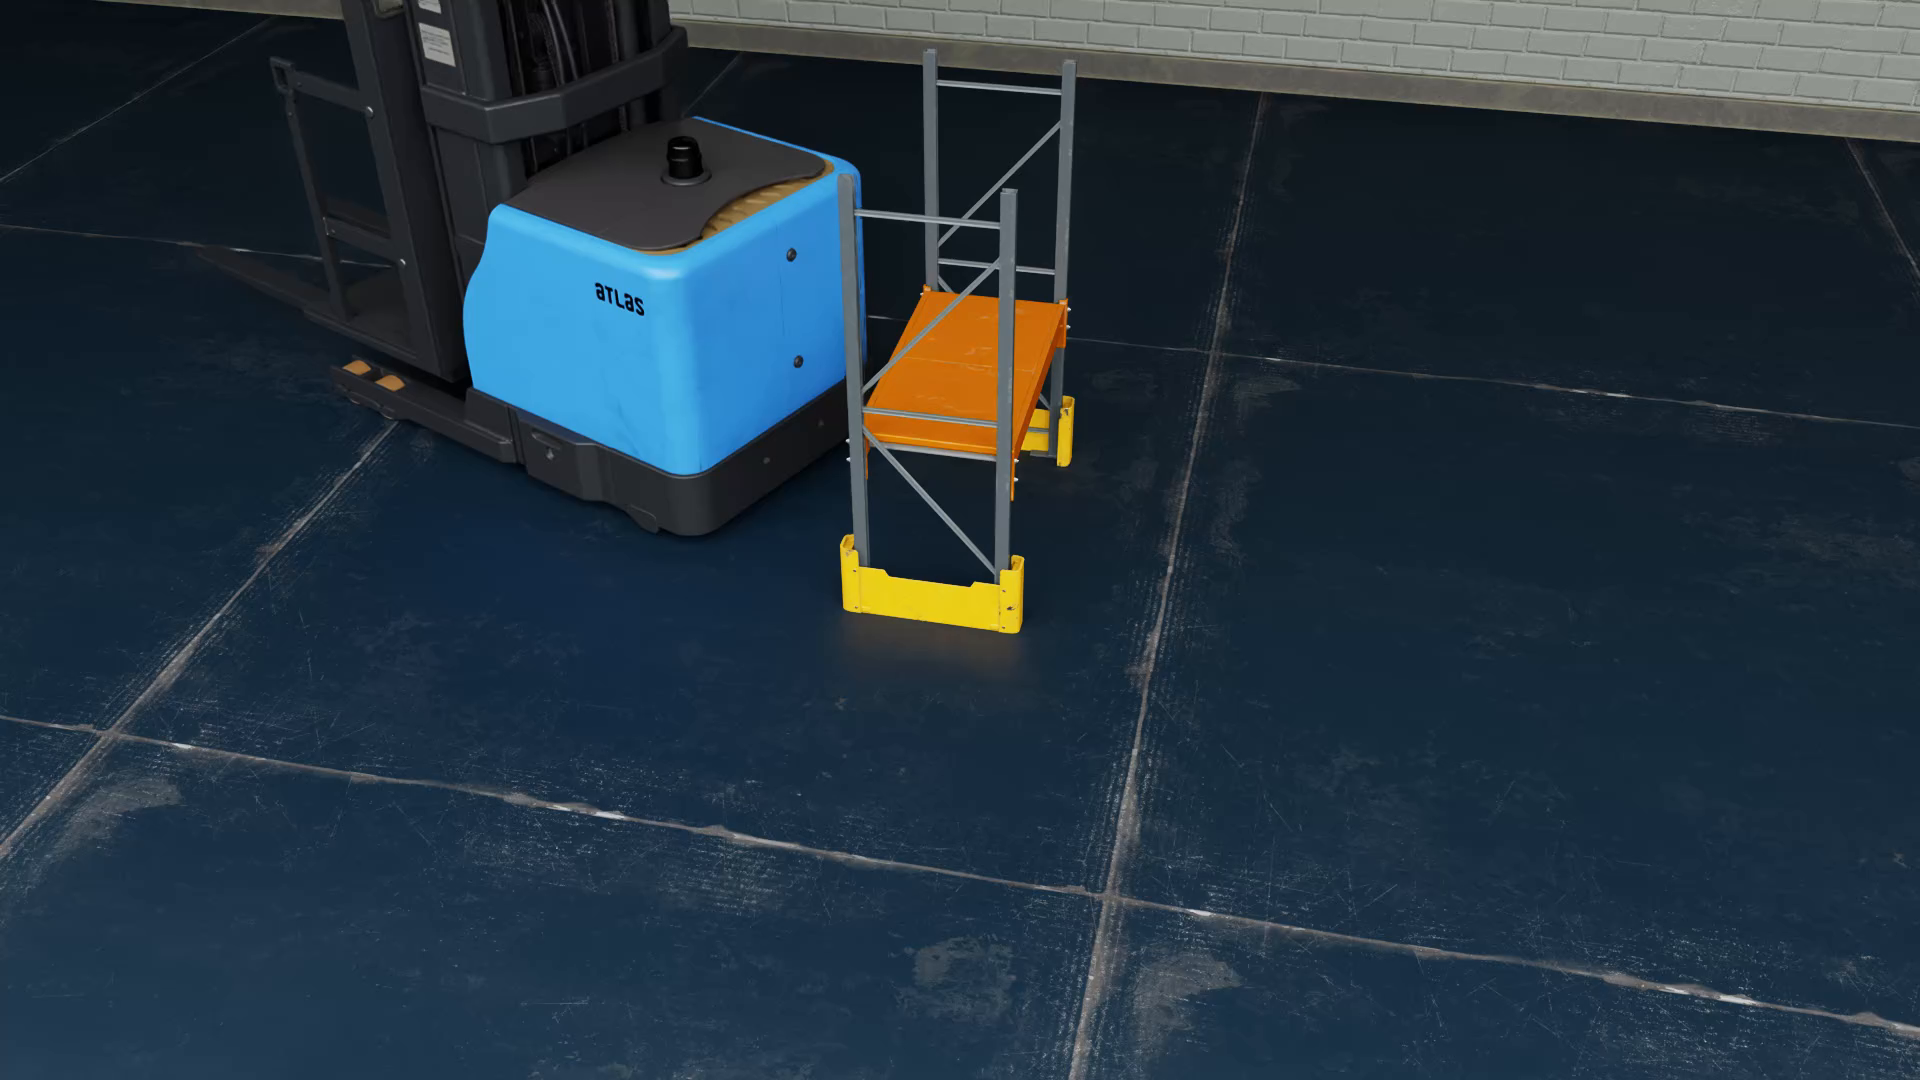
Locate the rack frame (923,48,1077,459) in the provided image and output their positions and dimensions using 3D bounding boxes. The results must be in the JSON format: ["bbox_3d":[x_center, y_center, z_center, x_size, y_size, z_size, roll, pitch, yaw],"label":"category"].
[{"bbox_3d":[0.127,-0.948,5.779,0.500,1.500,0.032,7,37,10],"label":"rack frame"}]

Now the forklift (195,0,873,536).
[{"bbox_3d":[-1.823,-1.880,5.847,3.031,2.935,1.130,23,42,28],"label":"forklift"}]

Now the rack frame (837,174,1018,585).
[{"bbox_3d":[-0.090,-0.365,4.975,0.500,1.500,0.032,7,37,10],"label":"rack frame"}]

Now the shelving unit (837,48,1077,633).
[{"bbox_3d":[0.016,-0.651,5.370,0.587,1.500,1.083,7,37,10],"label":"shelving unit"}]

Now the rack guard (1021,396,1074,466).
[{"bbox_3d":[0.123,-0.430,6.131,0.587,0.250,0.087,7,37,10],"label":"rack guard"}]

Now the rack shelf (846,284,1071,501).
[{"bbox_3d":[0.018,-0.511,5.483,0.538,0.185,1.000,7,37,10],"label":"rack shelf"}]

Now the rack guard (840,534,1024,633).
[{"bbox_3d":[-0.090,0.141,5.343,0.587,0.250,0.087,7,37,10],"label":"rack guard"}]
